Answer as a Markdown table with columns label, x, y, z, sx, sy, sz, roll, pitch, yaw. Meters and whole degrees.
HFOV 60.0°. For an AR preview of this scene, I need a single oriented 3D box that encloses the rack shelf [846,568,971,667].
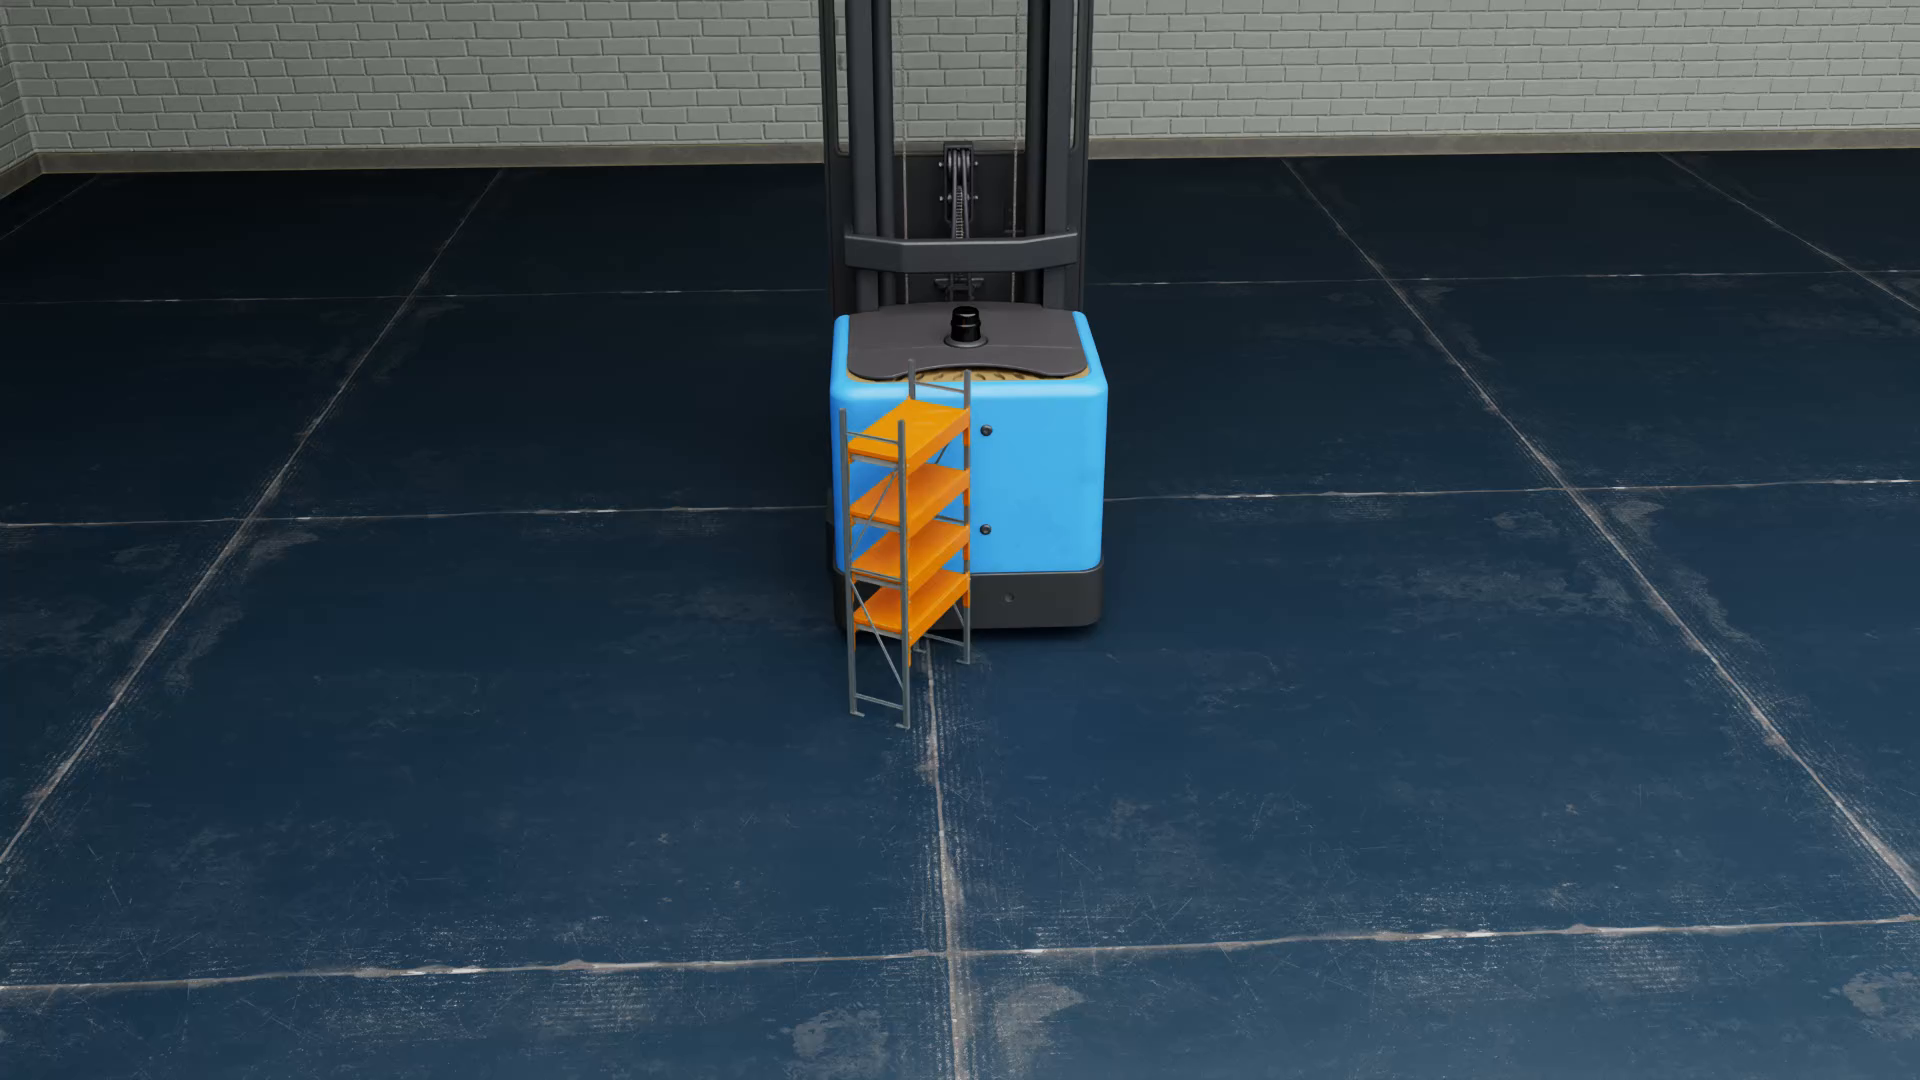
| label | x | y | z | sx | sy | sz | roll | pitch | yaw |
| --- | --- | --- | --- | --- | --- | --- | --- | --- | --- |
| rack shelf | -0.181 | 0.256 | 6.037 | 0.258 | 0.148 | 0.480 | 13 | 30 | 23 |

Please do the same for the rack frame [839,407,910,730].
| label | x | y | z | sx | sy | sz | roll | pitch | yaw |
| --- | --- | --- | --- | --- | --- | --- | --- | --- | --- |
| rack frame | -0.289 | 0.121 | 5.720 | 0.240 | 1.200 | 0.015 | 13 | 30 | 23 |

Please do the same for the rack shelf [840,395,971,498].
| label | x | y | z | sx | sy | sz | roll | pitch | yaw |
| --- | --- | --- | --- | --- | --- | --- | --- | --- | --- |
| rack shelf | -0.181 | -0.328 | 5.733 | 0.258 | 0.148 | 0.480 | 13 | 30 | 23 |

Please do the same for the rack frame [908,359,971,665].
| label | x | y | z | sx | sy | sz | roll | pitch | yaw |
| --- | --- | --- | --- | --- | --- | --- | --- | --- | --- |
| rack frame | -0.073 | -0.081 | 6.108 | 0.240 | 1.200 | 0.015 | 13 | 30 | 23 |

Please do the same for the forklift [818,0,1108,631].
| label | x | y | z | sx | sy | sz | roll | pitch | yaw |
| --- | --- | --- | --- | --- | --- | --- | --- | --- | --- |
| forklift | -0.028 | -1.590 | 7.130 | 1.130 | 2.935 | 3.031 | -1 | 28 | -2 |

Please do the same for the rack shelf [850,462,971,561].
| label | x | y | z | sx | sy | sz | roll | pitch | yaw |
| --- | --- | --- | --- | --- | --- | --- | --- | --- | --- |
| rack shelf | -0.181 | -0.119 | 5.842 | 0.258 | 0.148 | 0.480 | 13 | 30 | 23 |

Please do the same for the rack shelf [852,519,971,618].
| label | x | y | z | sx | sy | sz | roll | pitch | yaw |
| --- | --- | --- | --- | --- | --- | --- | --- | --- | --- |
| rack shelf | -0.181 | 0.080 | 5.945 | 0.258 | 0.148 | 0.480 | 13 | 30 | 23 |

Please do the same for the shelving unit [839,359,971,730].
| label | x | y | z | sx | sy | sz | roll | pitch | yaw |
| --- | --- | --- | --- | --- | --- | --- | --- | --- | --- |
| shelving unit | -0.181 | 0.020 | 5.914 | 0.258 | 1.200 | 0.503 | 13 | 30 | 23 |
